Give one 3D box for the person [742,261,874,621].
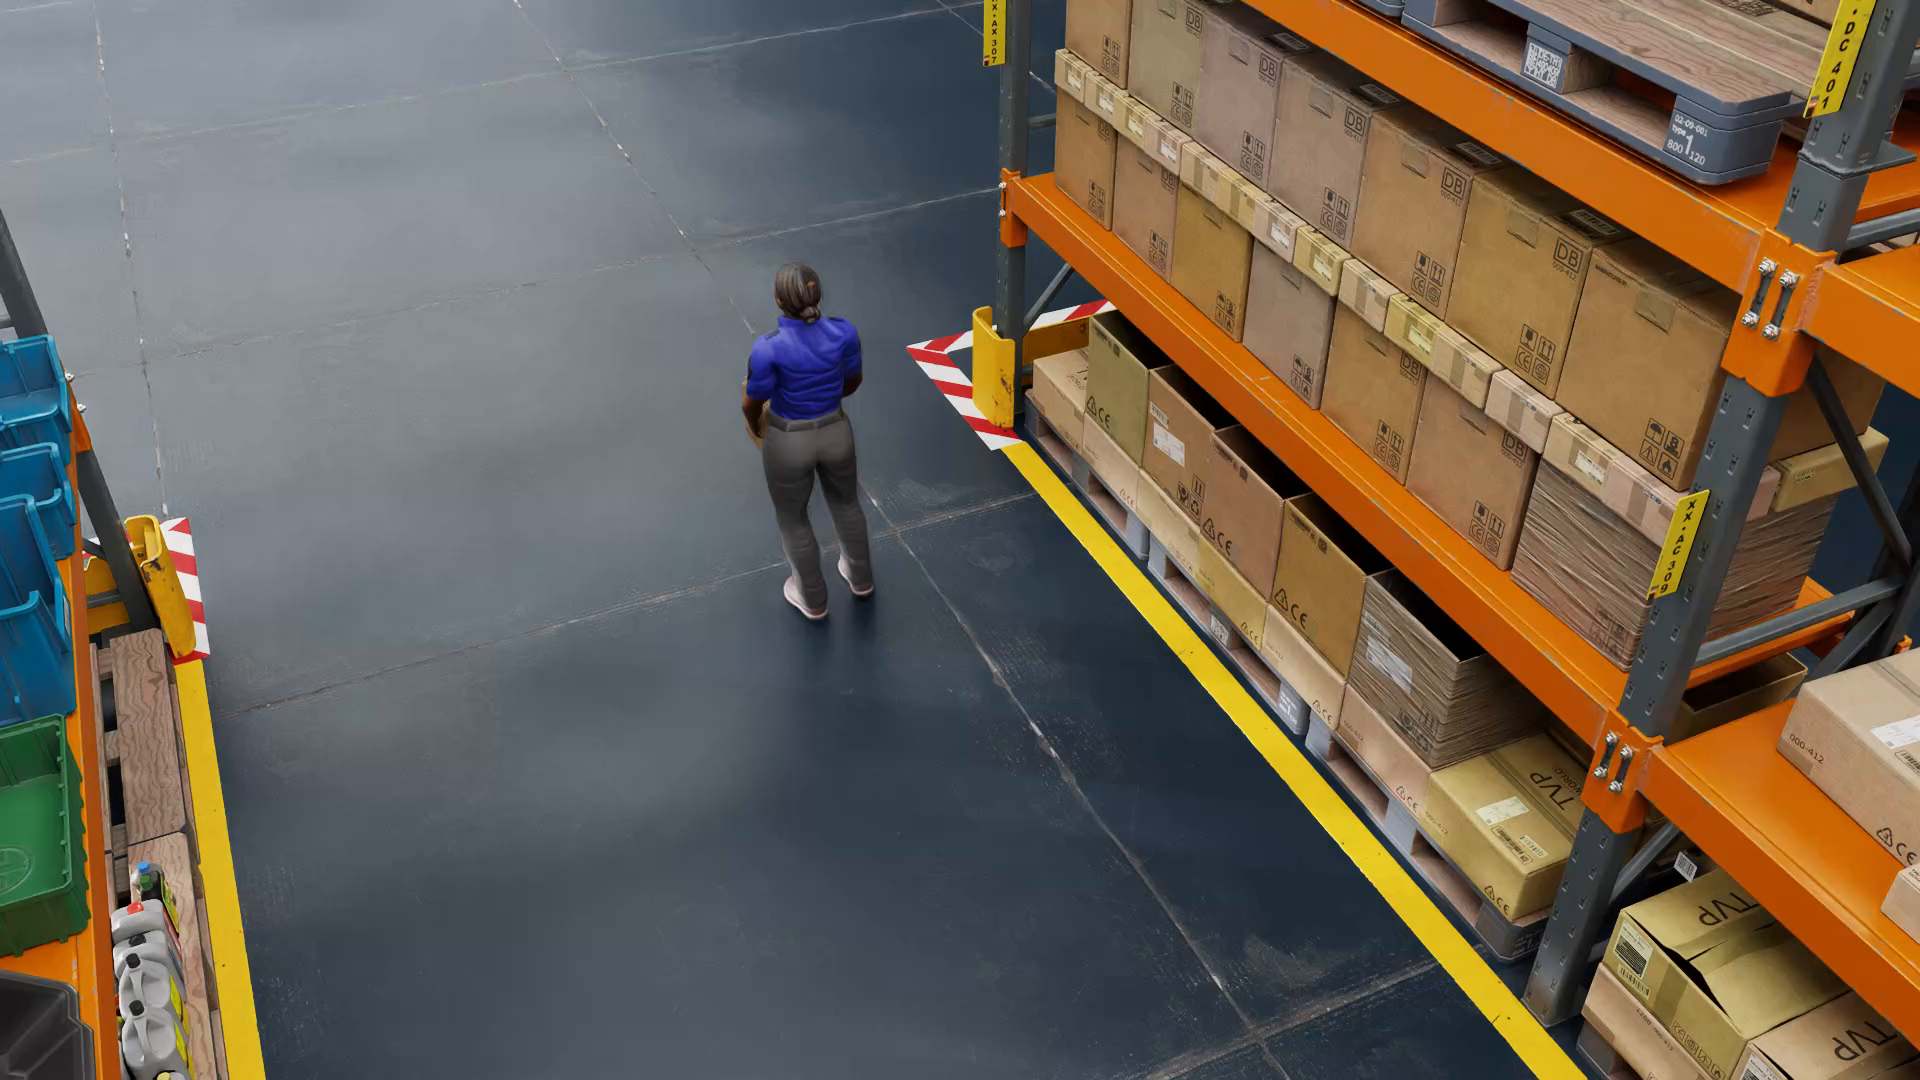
[{"bbox_3d":[-0.620,-0.414,6.701,0.535,1.655,0.414,-16,40,-20],"label":"person"}]
